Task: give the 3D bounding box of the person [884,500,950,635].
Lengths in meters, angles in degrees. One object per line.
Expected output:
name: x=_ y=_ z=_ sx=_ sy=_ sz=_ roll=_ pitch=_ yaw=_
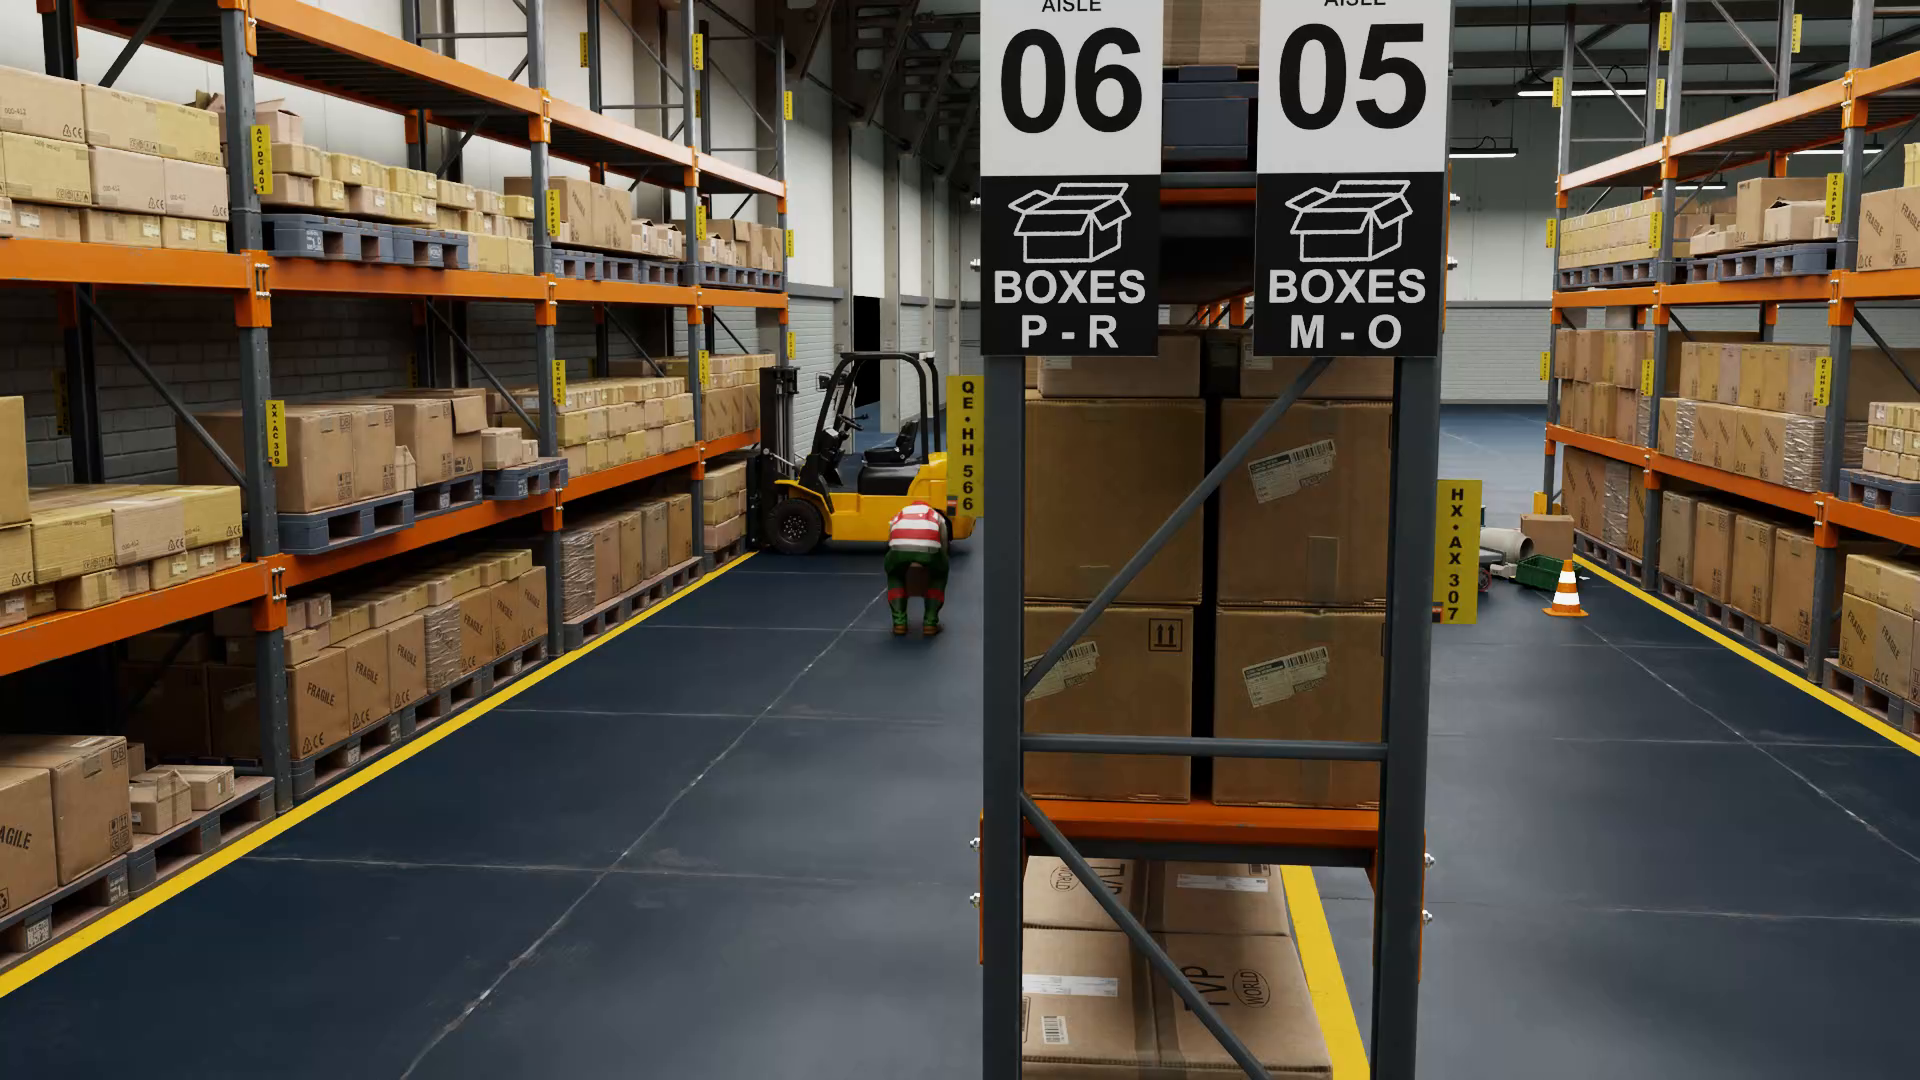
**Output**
person: x=-0.344 y=0.219 z=13.506 sx=0.533 sy=1.011 sz=0.958 roll=0 pitch=8 yaw=4
